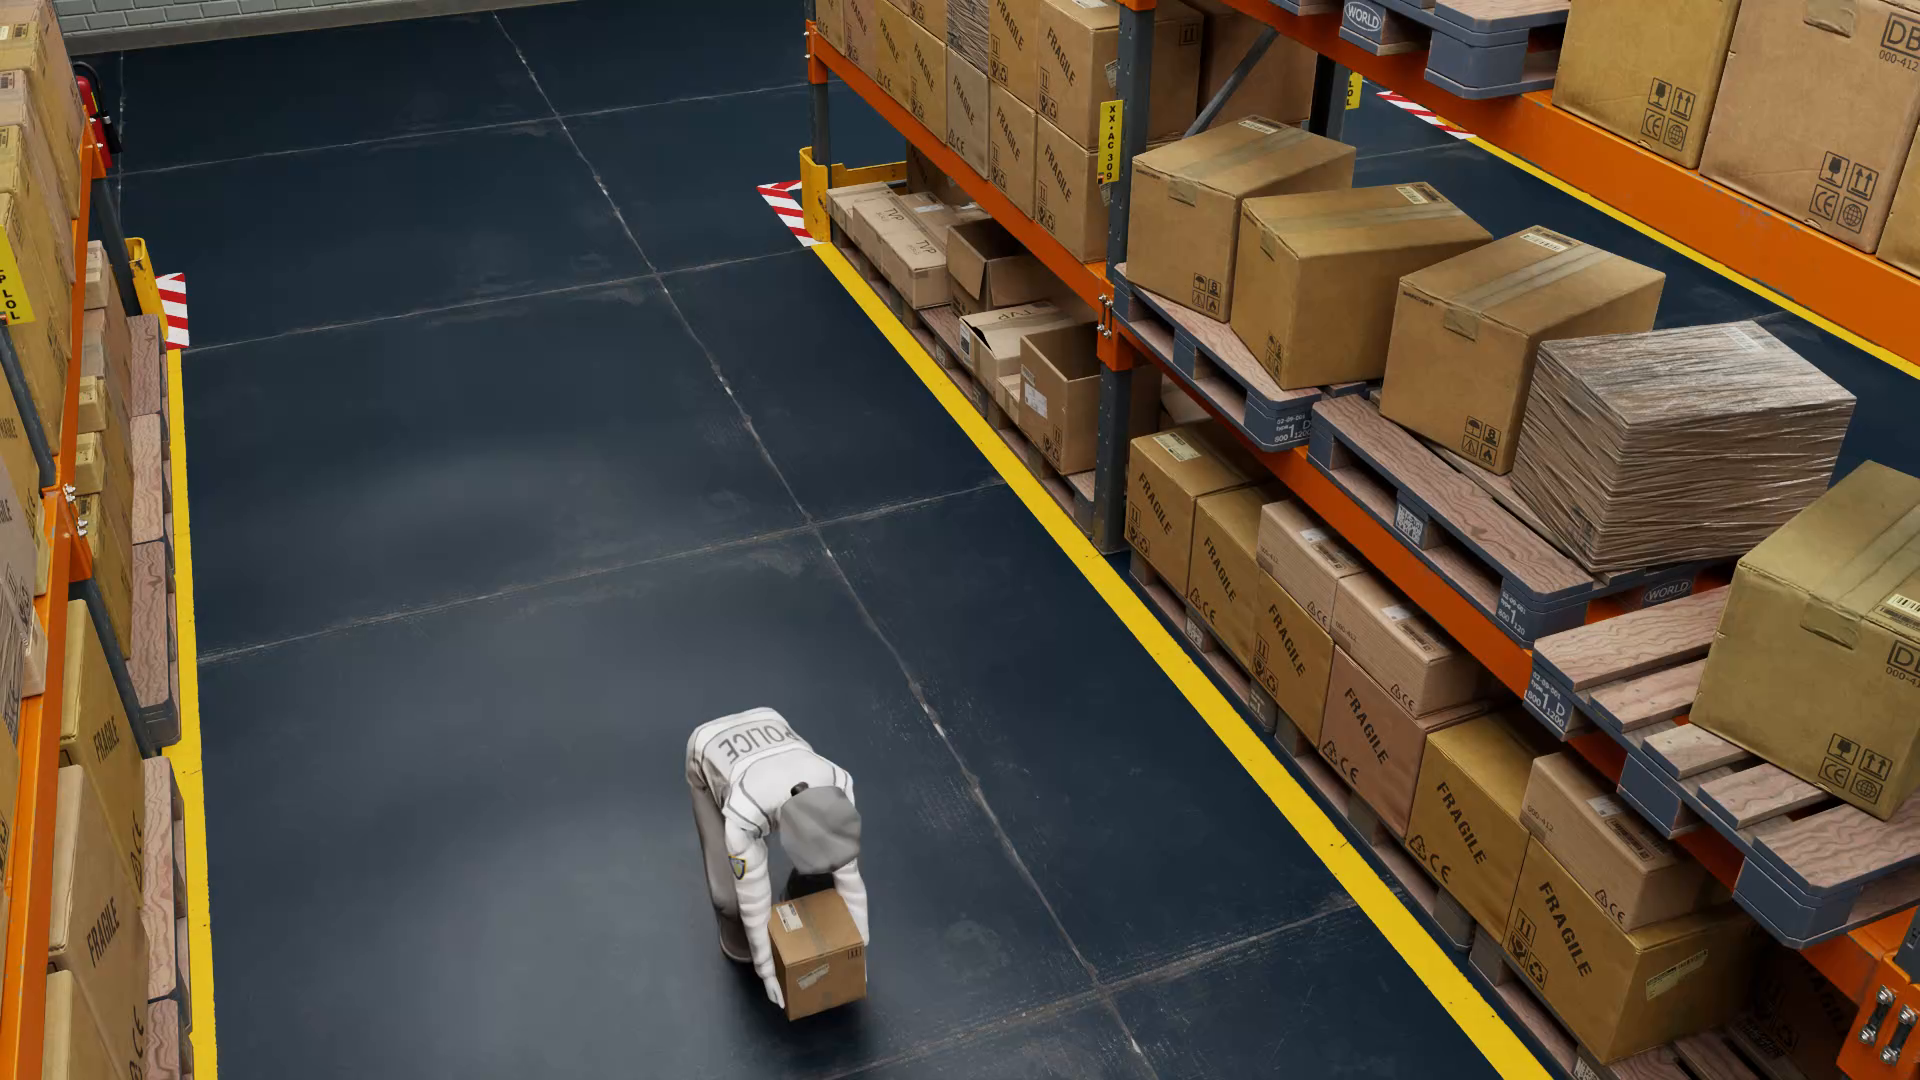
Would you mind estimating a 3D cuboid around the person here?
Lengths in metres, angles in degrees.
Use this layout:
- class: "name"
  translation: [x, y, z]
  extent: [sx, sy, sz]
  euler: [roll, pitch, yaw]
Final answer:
- class: "person"
  translation: [-0.560, 0.909, 5.184]
  extent: [0.430, 1.216, 0.903]
  euler: [-14, 36, -21]
